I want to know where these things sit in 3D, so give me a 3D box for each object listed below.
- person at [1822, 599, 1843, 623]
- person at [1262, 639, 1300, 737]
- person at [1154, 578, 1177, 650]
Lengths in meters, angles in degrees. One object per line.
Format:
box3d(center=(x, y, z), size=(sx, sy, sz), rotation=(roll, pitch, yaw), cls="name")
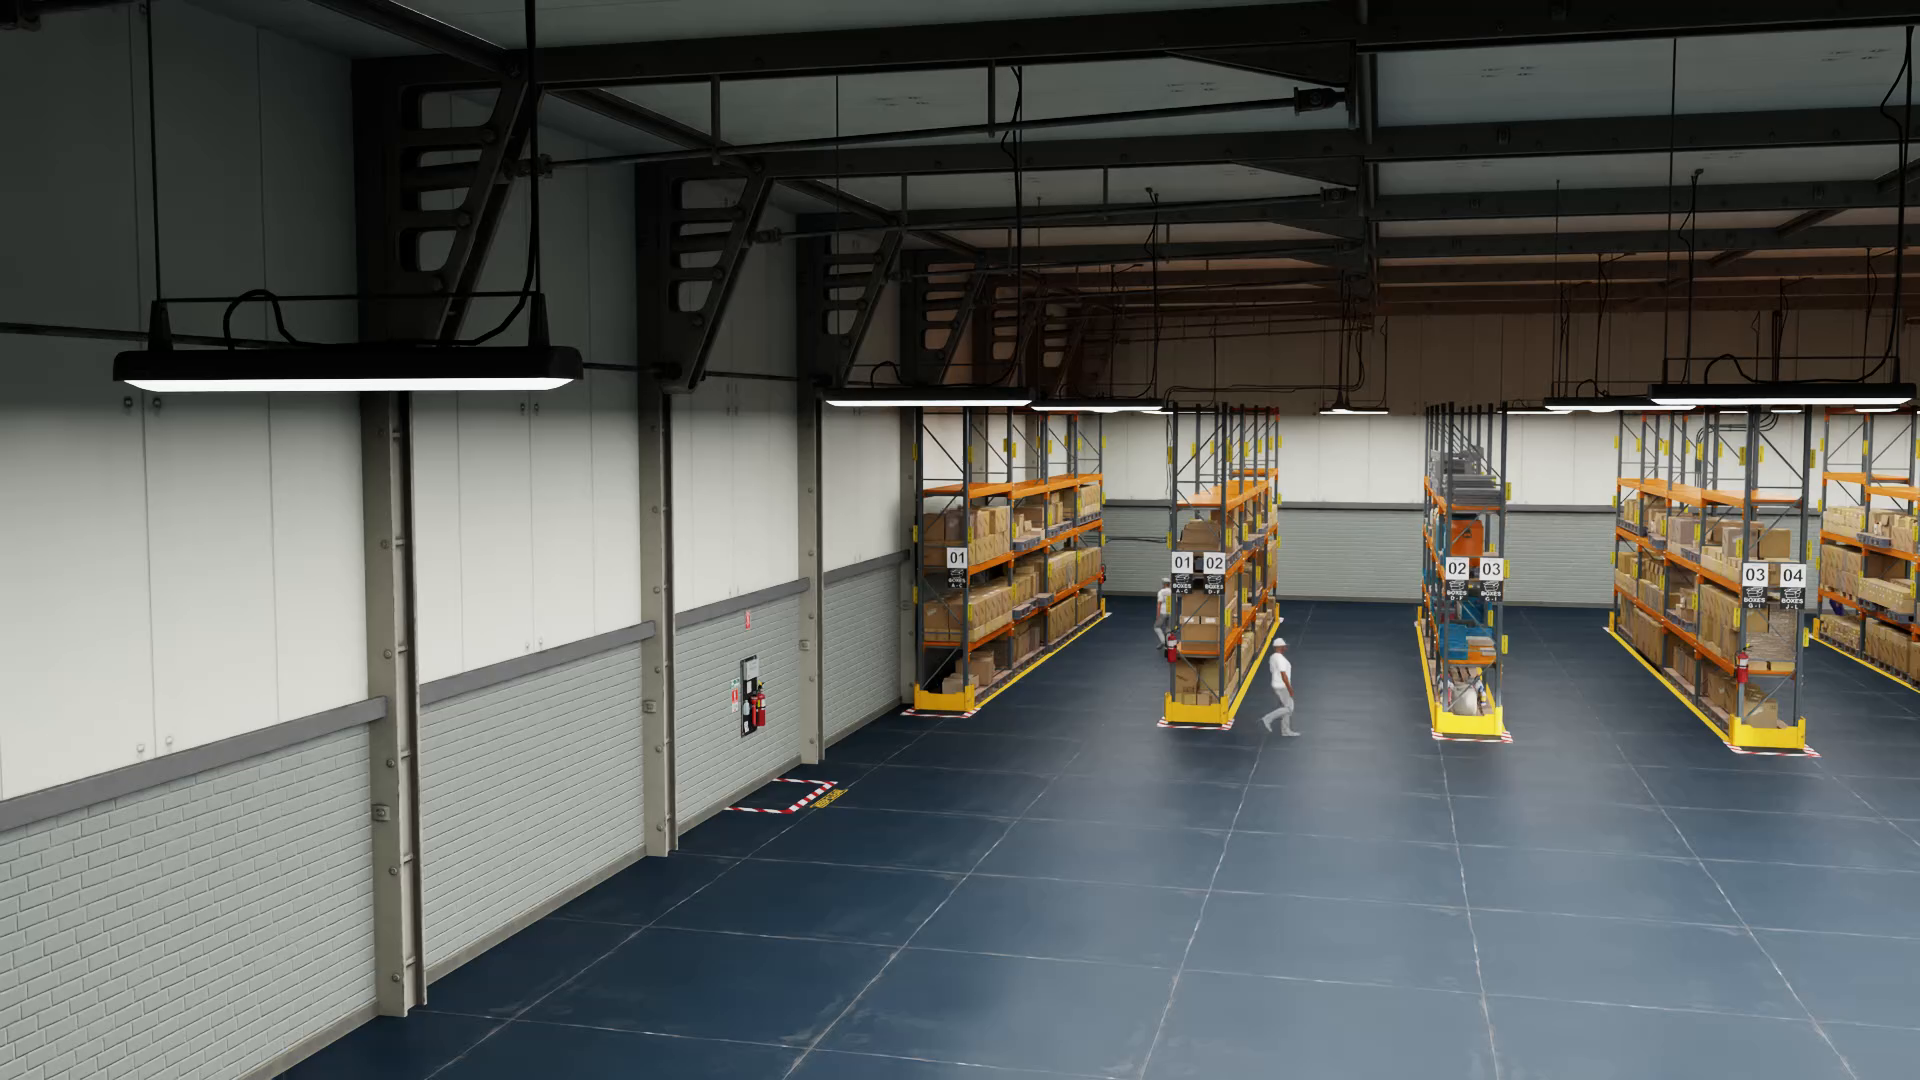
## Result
box3d(center=(23.238, 1.630, 44.187), size=(0.591, 1.640, 0.524), rotation=(3, 5, 31), cls="person")
box3d(center=(5.738, 2.646, 29.764), size=(0.694, 1.745, 0.590), rotation=(0, 4, -1), cls="person")
box3d(center=(5.078, 1.824, 40.878), size=(0.587, 1.758, 0.464), rotation=(-2, 5, -21), cls="person")
